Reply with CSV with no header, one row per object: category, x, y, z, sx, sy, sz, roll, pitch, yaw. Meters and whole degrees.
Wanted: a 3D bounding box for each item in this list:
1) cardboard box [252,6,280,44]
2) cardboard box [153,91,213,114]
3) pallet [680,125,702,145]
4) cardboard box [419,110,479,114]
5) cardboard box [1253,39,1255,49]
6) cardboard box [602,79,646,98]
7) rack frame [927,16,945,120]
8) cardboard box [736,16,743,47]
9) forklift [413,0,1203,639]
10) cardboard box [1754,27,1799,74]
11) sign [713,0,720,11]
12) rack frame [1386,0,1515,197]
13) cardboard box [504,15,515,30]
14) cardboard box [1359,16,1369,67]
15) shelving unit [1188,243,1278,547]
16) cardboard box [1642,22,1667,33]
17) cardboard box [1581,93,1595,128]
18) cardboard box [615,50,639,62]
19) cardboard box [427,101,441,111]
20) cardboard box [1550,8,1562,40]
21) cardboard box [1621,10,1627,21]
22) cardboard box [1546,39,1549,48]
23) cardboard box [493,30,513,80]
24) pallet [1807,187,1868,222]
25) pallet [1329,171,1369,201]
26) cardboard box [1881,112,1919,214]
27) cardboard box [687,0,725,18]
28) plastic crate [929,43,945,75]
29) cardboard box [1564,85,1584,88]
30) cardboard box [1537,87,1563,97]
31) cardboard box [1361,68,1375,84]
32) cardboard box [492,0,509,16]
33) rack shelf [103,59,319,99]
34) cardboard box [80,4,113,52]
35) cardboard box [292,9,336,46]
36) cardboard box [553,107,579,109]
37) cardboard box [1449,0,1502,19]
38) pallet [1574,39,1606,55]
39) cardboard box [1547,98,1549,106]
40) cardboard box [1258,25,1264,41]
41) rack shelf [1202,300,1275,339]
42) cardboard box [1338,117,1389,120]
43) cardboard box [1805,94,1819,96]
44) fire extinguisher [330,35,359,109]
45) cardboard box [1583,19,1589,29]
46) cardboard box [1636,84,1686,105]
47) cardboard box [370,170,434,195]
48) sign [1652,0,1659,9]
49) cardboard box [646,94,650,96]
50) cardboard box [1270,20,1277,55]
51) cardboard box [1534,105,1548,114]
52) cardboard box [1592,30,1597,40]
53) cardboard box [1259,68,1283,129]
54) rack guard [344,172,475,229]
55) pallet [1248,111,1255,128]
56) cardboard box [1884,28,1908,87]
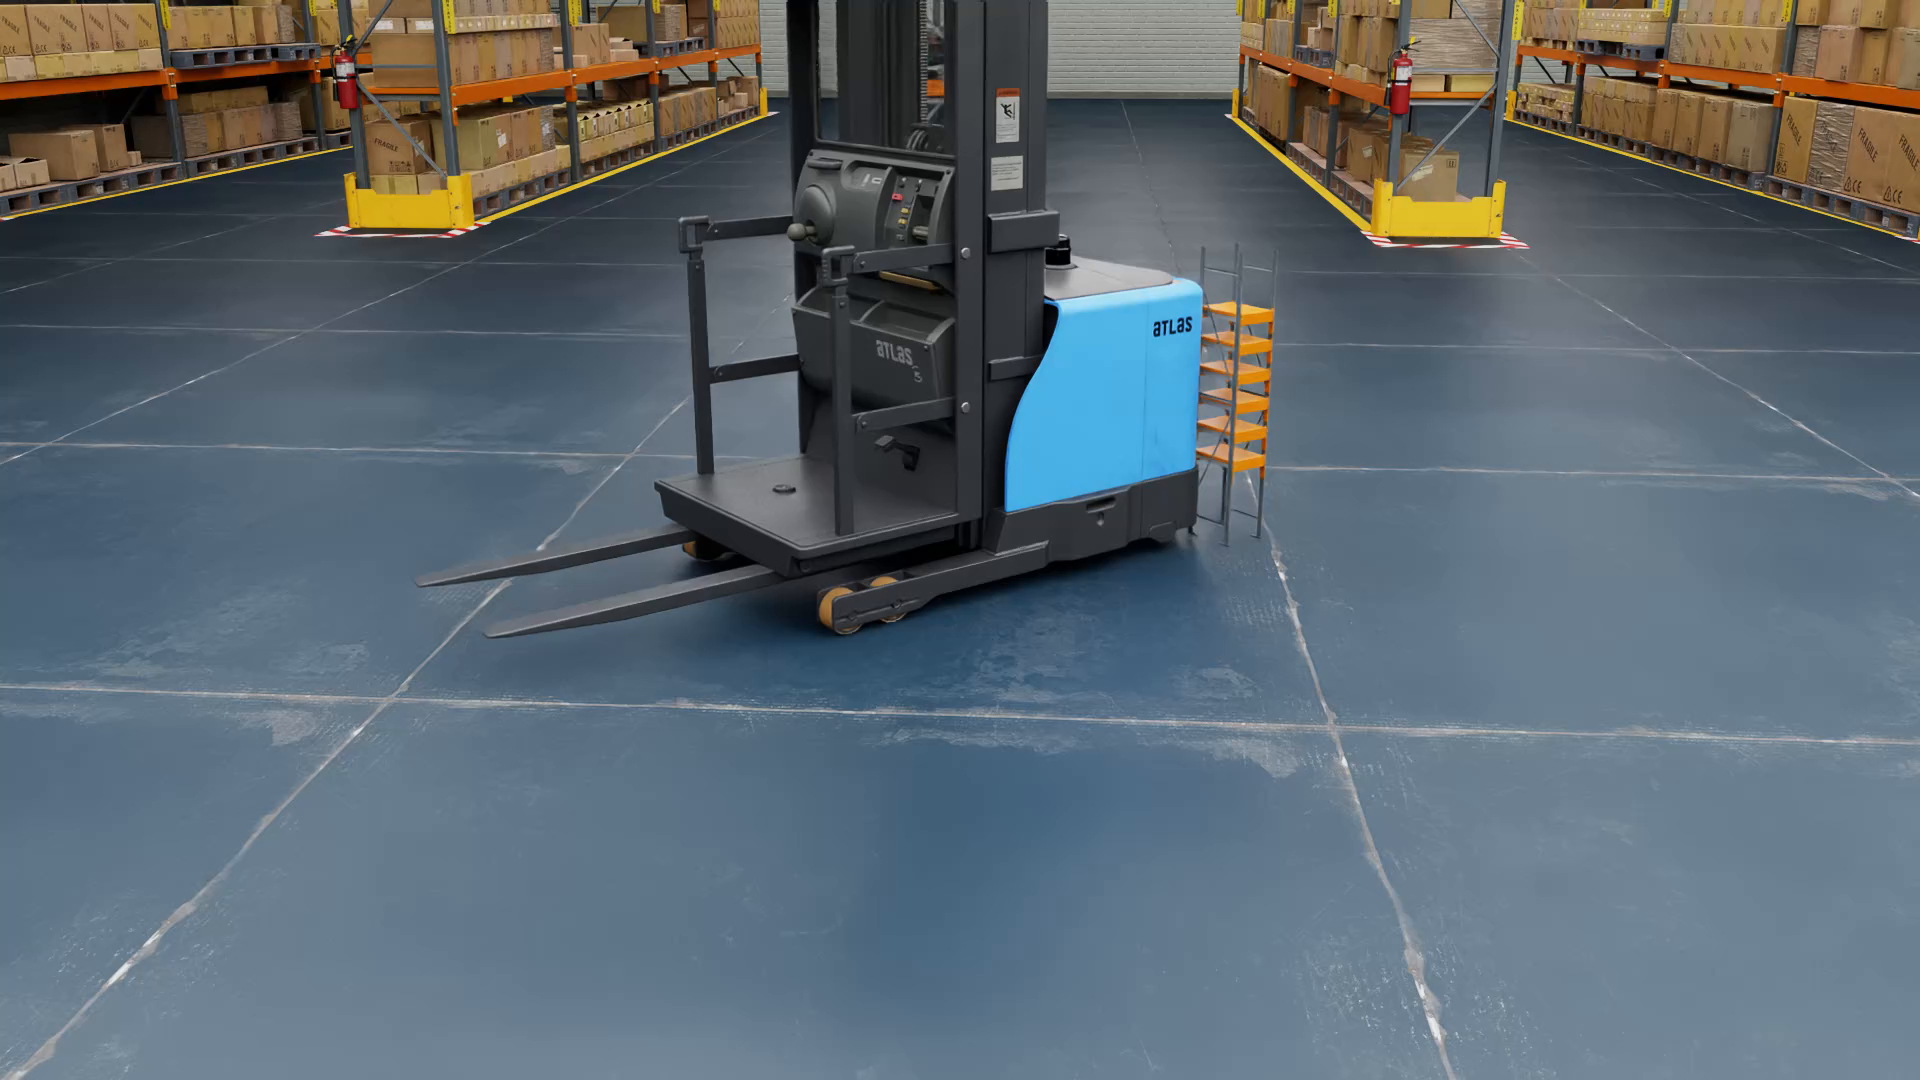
cardboard box,-9.787,-7.052,22.762,0.700,0.500,0.500,0,18,-1
cardboard box,-9.972,-5.617,21.352,0.500,0.250,0.500,1,18,3
pallet,-4.627,-6.291,25.782,1.003,0.211,1.213,1,18,4
cardboard box,-5.546,-4.411,18.104,0.500,0.500,0.500,1,18,4
cardboard box,5.127,-8.329,27.928,0.380,0.149,0.250,2,18,5
cardboard box,-4.976,-6.698,24.650,0.500,0.250,0.500,2,18,6
rack frame,-0.442,-4.410,15.566,1.000,3.000,0.127,1,18,4
cardboard box,-4.107,-8.921,29.172,0.500,0.500,0.500,1,18,3
forklift,-0.494,-1.242,6.005,3.031,2.935,1.130,-13,22,-35
cardboard box,9.496,-5.616,19.083,0.500,0.500,0.500,1,18,4
sign,-3.968,-8.788,27.066,0.100,0.325,0.005,1,18,4
rack frame,4.498,-4.300,15.228,1.000,3.000,0.127,1,18,4
cardboard box,-5.010,-5.554,17.854,0.380,0.149,0.250,2,18,6
cardboard box,4.608,-5.126,17.112,0.875,0.500,0.500,1,18,4
shelving unit,1.111,-0.590,6.795,0.189,1.200,0.258,-12,22,-32
cardboard box,9.593,-7.028,22.804,0.380,0.149,0.250,2,18,5
cardboard box,9.981,-6.673,25.810,0.500,0.500,0.500,2,18,6
cardboard box,-4.598,-6.602,22.657,0.380,0.149,0.250,1,18,4
cardboard box,-9.307,-7.600,28.640,0.700,0.500,0.500,2,18,5
cardboard box,10.127,-8.546,27.548,0.500,0.500,0.500,1,18,4
cardboard box,9.667,-7.485,23.722,0.380,0.149,0.250,1,18,4
cardboard box,10.174,-8.429,28.232,0.380,0.149,0.250,2,18,6
cardboard box,-5.228,-5.195,17.800,0.700,0.500,0.500,2,18,6
pallet,9.508,-3.461,17.145,1.003,0.211,1.213,1,18,4
pallet,4.772,-4.008,18.815,1.003,0.211,1.213,1,18,4
cardboard box,9.421,-3.560,15.707,0.875,0.875,0.875,1,18,4
cardboard box,-4.208,-8.912,27.537,0.500,0.500,0.500,2,18,5
plastic crate,-0.320,-5.464,18.879,0.767,0.338,0.504,1,18,4
cardboard box,10.751,-7.845,28.997,0.380,0.149,0.250,1,18,2
cardboard box,10.134,-7.690,28.524,0.380,0.149,0.250,2,18,5
cardboard box,4.316,-4.742,16.981,0.380,0.149,0.250,1,18,4
cardboard box,-5.229,-5.823,17.632,0.700,0.500,0.500,1,18,4
rack shelf,-9.893,-6.153,22.040,1.077,0.370,4.000,1,18,4
cardboard box,-9.839,-5.703,18.516,0.500,0.500,0.500,1,18,2
cardboard box,-9.460,-7.460,24.201,0.500,0.500,0.500,2,18,6
cardboard box,-5.244,-5.529,21.819,0.500,0.311,0.500,1,18,3
cardboard box,4.809,-5.129,15.514,0.500,0.500,0.500,1,18,4
pallet,10.099,-7.559,25.484,1.003,0.211,1.213,1,18,4
cardboard box,10.228,-7.464,28.310,0.380,0.149,0.250,2,18,7
cardboard box,5.128,-8.240,27.016,0.500,0.250,0.500,1,18,3
rack shelf,1.111,-0.889,6.697,0.180,0.103,0.258,-12,22,-32
cardboard box,4.903,-4.901,20.372,0.700,0.500,0.500,1,18,4
cardboard box,15.582,-7.823,29.420,0.875,0.438,0.875,1,18,2
fire extinguisher,-5.854,-4.459,15.838,0.296,0.674,0.183,1,18,4
cardboard box,9.795,-7.914,25.508,0.380,0.149,0.250,1,18,3
cardboard box,9.799,-6.229,23.251,0.500,0.250,0.500,1,18,3
cardboard box,-5.639,-3.588,16.798,0.500,0.250,0.500,1,18,4
sign,10.852,-8.424,25.954,0.100,0.325,0.005,1,18,4
cardboard box,-4.938,-6.484,25.203,0.500,0.500,0.500,1,18,2
cardboard box,5.005,-7.625,25.217,0.500,0.500,0.500,1,18,3
cardboard box,10.125,-7.422,28.661,0.380,0.149,0.250,0,18,1
cardboard box,9.757,-7.611,25.063,0.380,0.149,0.250,1,18,4
cardboard box,5.269,-6.740,25.413,1.225,0.875,0.875,1,18,2
rack guard,-5.384,-3.327,16.273,1.175,0.500,0.348,1,18,4
pallet,5.576,-7.316,28.912,1.003,0.211,1.213,1,18,4
cardboard box,9.603,-4.688,16.171,0.875,0.550,0.550,1,18,4
